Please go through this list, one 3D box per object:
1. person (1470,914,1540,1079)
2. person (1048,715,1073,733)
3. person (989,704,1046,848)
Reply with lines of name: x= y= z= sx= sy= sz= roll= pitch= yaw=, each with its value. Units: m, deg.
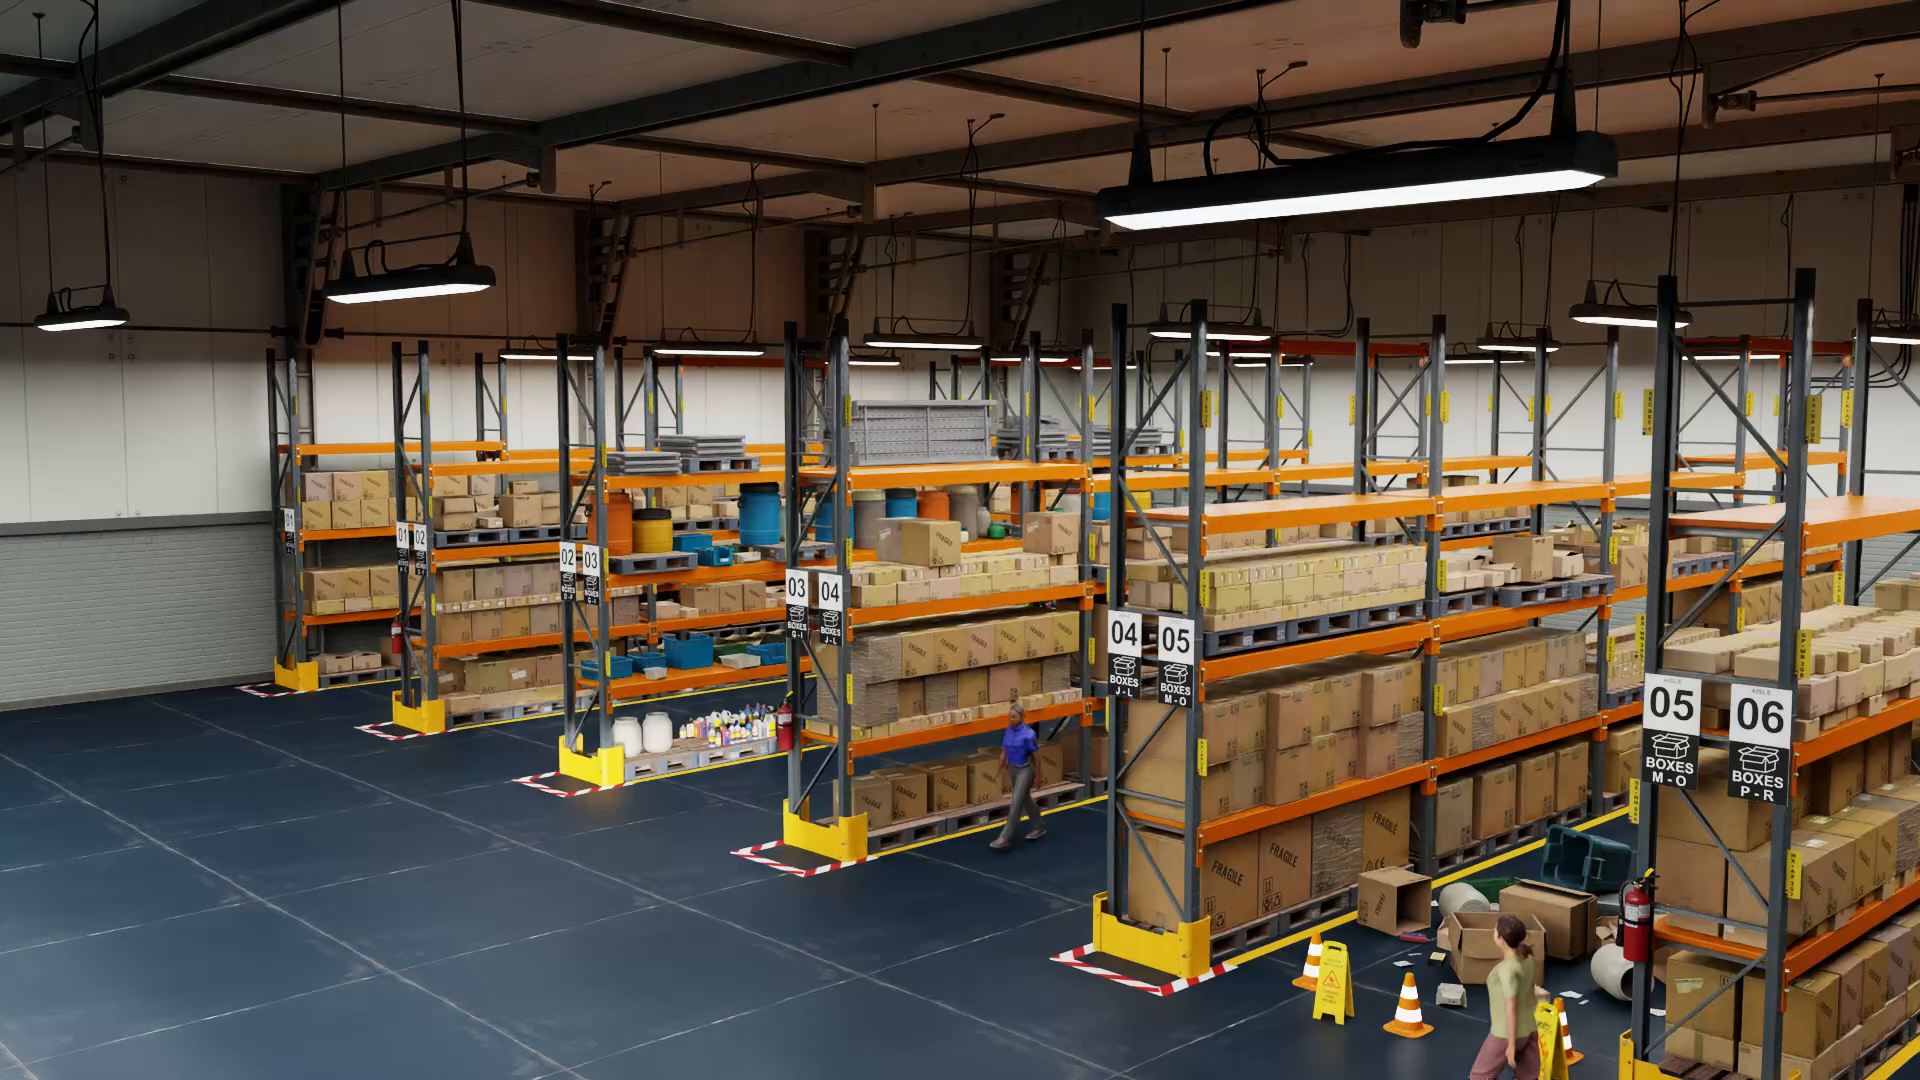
person: x=3.813 y=3.365 z=11.306 sx=0.967 sy=1.633 sz=0.466 roll=4 pitch=6 yaw=40
person: x=1.636 y=2.080 z=25.369 sx=1.082 sy=1.675 sz=0.576 roll=-4 pitch=6 yaw=-39
person: x=0.634 y=2.688 z=19.082 sx=0.992 sy=1.609 sz=0.464 roll=-4 pitch=6 yaw=-37
